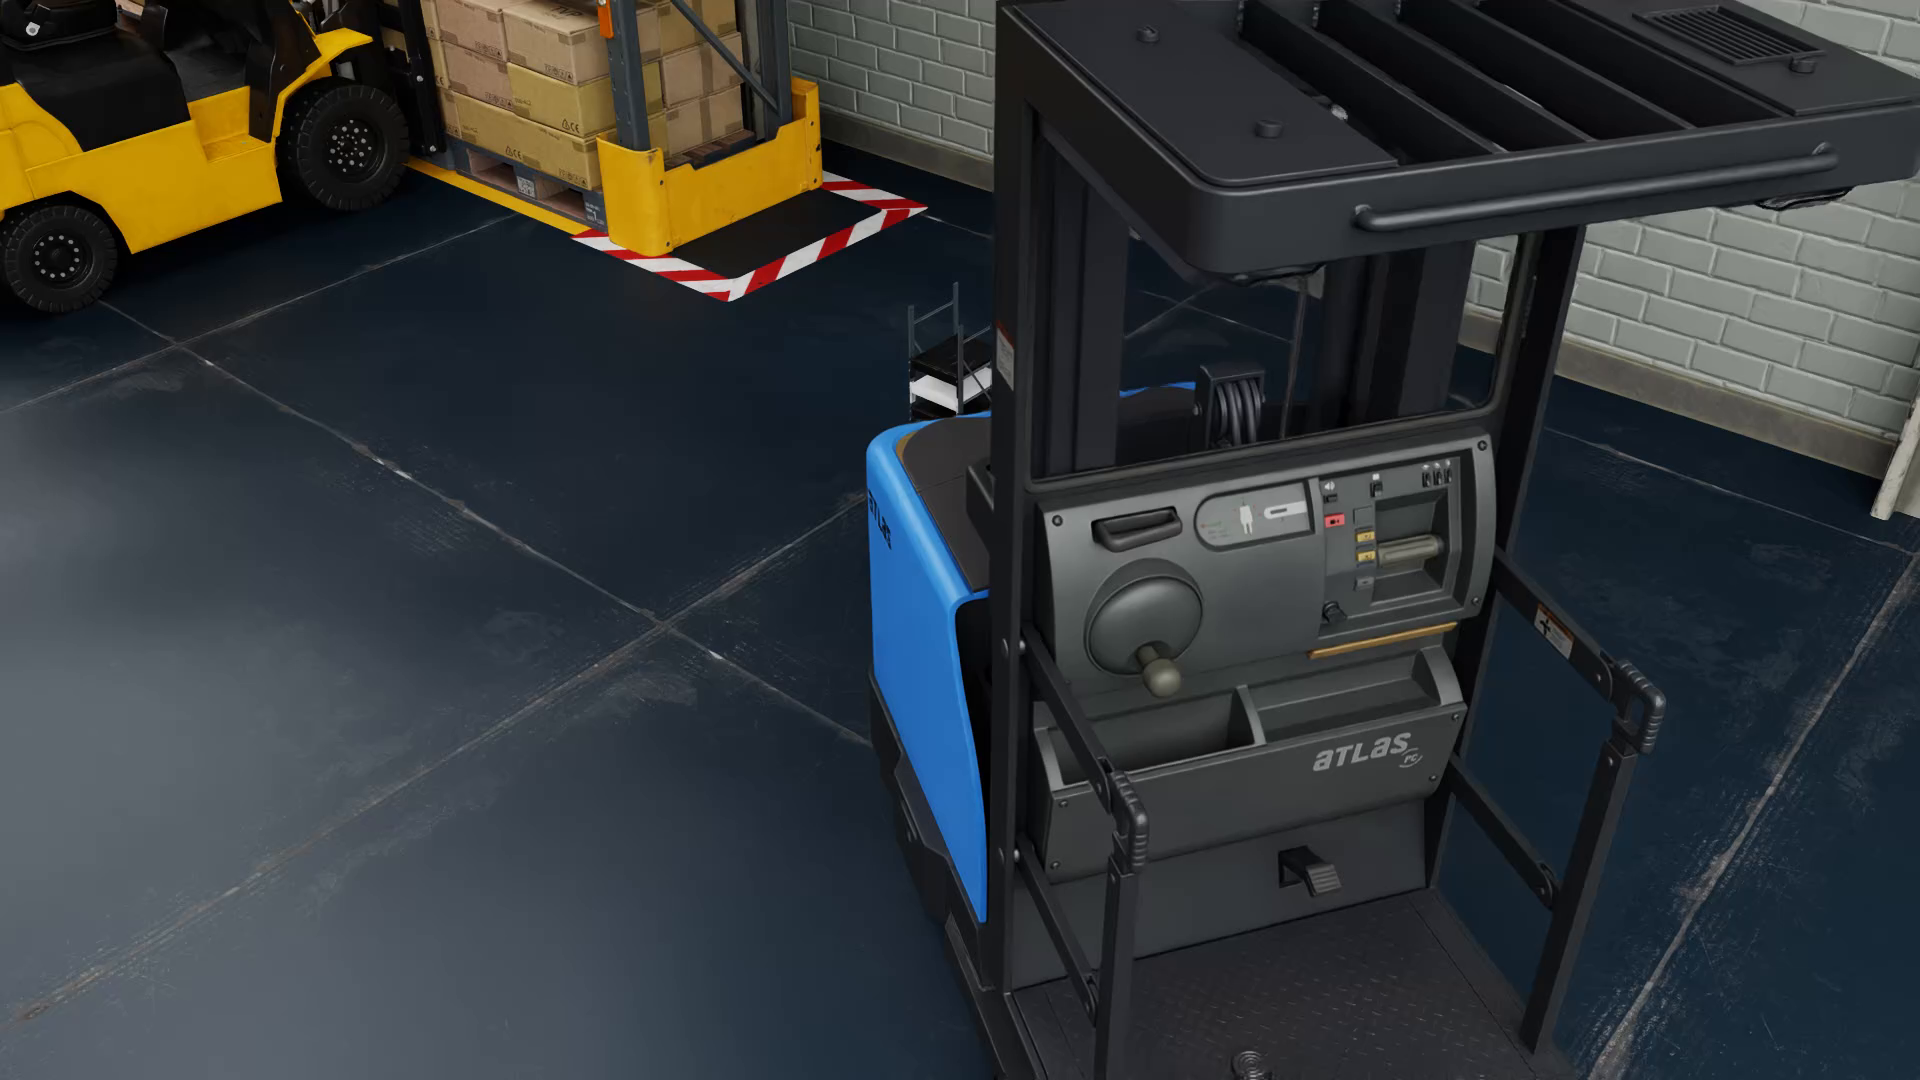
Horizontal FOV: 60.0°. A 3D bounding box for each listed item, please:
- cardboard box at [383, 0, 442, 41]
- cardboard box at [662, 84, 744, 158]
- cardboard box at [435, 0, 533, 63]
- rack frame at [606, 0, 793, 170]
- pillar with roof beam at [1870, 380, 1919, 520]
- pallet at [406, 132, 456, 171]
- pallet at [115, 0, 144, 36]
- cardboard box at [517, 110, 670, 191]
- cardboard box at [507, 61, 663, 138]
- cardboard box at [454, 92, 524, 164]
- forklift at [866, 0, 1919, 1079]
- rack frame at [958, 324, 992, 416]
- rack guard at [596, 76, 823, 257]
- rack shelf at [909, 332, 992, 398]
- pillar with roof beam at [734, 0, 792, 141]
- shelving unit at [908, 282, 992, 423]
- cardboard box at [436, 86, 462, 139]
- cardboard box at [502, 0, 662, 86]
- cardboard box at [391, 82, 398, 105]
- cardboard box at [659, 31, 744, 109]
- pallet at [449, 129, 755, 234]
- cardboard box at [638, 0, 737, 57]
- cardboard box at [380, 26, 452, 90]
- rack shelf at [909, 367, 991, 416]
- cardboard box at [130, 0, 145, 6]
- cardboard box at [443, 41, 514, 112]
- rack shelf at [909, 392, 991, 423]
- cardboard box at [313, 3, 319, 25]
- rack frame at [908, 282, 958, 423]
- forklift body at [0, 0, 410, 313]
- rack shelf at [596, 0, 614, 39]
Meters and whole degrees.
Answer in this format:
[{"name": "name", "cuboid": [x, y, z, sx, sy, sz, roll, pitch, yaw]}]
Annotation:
[{"name": "cardboard box", "cuboid": [-2.530, -2.693, 8.196, 0.500, 0.250, 0.500, 26, 42, 32]}, {"name": "cardboard box", "cuboid": [-1.439, -2.152, 8.292, 0.500, 0.250, 0.500, 25, 42, 32]}, {"name": "cardboard box", "cuboid": [-2.136, -2.515, 7.937, 0.500, 0.250, 0.500, 26, 42, 33]}, {"name": "rack frame", "cuboid": [-1.186, -2.849, 7.249, 0.127, 3.000, 1.000, 25, 42, 32]}, {"name": "pillar with roof beam", "cuboid": [0.712, -1.920, 0.597, 0.400, 9.000, 9.100, 25, 42, 32]}, {"name": "pallet", "cuboid": [-2.734, -2.401, 9.059, 1.213, 0.211, 1.003, 25, 42, 32]}, {"name": "pallet", "cuboid": [-4.852, -3.399, 10.512, 1.213, 0.211, 1.003, 25, 42, 32]}, {"name": "cardboard box", "cuboid": [-1.750, -1.922, 7.956, 0.500, 0.250, 0.500, 26, 42, 32]}, {"name": "cardboard box", "cuboid": [-1.760, -2.135, 7.826, 0.500, 0.250, 0.500, 25, 41, 31]}, {"name": "cardboard box", "cuboid": [-2.126, -2.106, 8.225, 0.500, 0.250, 0.500, 25, 42, 32]}, {"name": "forklift", "cuboid": [0.670, 0.105, 3.009, 1.130, 2.935, 3.031, -10, 36, -14]}, {"name": "rack frame", "cuboid": [0.072, -0.337, 5.446, 0.006, 0.900, 0.240, 25, 42, 32]}, {"name": "rack guard", "cuboid": [-1.168, -1.810, 7.944, 0.348, 0.500, 1.175, 25, 42, 32]}, {"name": "rack shelf", "cuboid": [-0.006, -0.569, 5.366, 0.200, 0.077, 0.258, 25, 42, 32]}, {"name": "pillar with roof beam", "cuboid": [-3.899, -4.094, 3.762, 0.400, 9.000, 9.100, 25, 42, 32]}, {"name": "shelving unit", "cuboid": [-0.006, -0.374, 5.500, 0.210, 0.900, 0.258, 25, 42, 32]}, {"name": "cardboard box", "cuboid": [-2.504, -2.291, 8.494, 0.500, 0.250, 0.500, 26, 42, 32]}, {"name": "cardboard box", "cuboid": [-1.740, -2.332, 7.671, 0.500, 0.250, 0.500, 27, 43, 33]}, {"name": "cardboard box", "cuboid": [-2.918, -2.469, 8.754, 0.500, 0.250, 0.500, 27, 43, 33]}, {"name": "cardboard box", "cuboid": [-1.415, -2.356, 8.147, 0.500, 0.250, 0.500, 26, 42, 33]}, {"name": "pallet", "cuboid": [-1.801, -1.959, 8.415, 1.213, 0.211, 1.003, 25, 42, 32]}, {"name": "cardboard box", "cuboid": [-1.435, -2.558, 7.999, 0.500, 0.250, 0.500, 25, 41, 31]}, {"name": "cardboard box", "cuboid": [-2.549, -2.499, 8.356, 0.500, 0.250, 0.500, 24, 41, 31]}, {"name": "rack shelf", "cuboid": [-0.006, -0.495, 5.417, 0.200, 0.077, 0.258, 25, 42, 32]}, {"name": "cardboard box", "cuboid": [-4.669, -3.676, 10.180, 0.625, 0.625, 0.875, 27, 43, 34]}, {"name": "cardboard box", "cuboid": [-2.139, -2.322, 8.097, 0.500, 0.250, 0.500, 25, 42, 31]}, {"name": "rack shelf", "cuboid": [-0.006, -0.421, 5.467, 0.200, 0.077, 0.258, 25, 42, 32]}, {"name": "cardboard box", "cuboid": [-3.319, -2.866, 8.889, 0.500, 0.250, 0.500, 25, 42, 31]}, {"name": "rack frame", "cuboid": [-0.084, -0.411, 5.553, 0.006, 0.900, 0.240, 25, 42, 32]}, {"name": "forklift body", "cuboid": [-3.811, -2.393, 7.334, 1.214, 2.155, 2.313, 25, 42, 32]}, {"name": "rack shelf", "cuboid": [-2.723, -3.277, 8.508, 4.000, 0.370, 1.077, 25, 42, 32]}]
